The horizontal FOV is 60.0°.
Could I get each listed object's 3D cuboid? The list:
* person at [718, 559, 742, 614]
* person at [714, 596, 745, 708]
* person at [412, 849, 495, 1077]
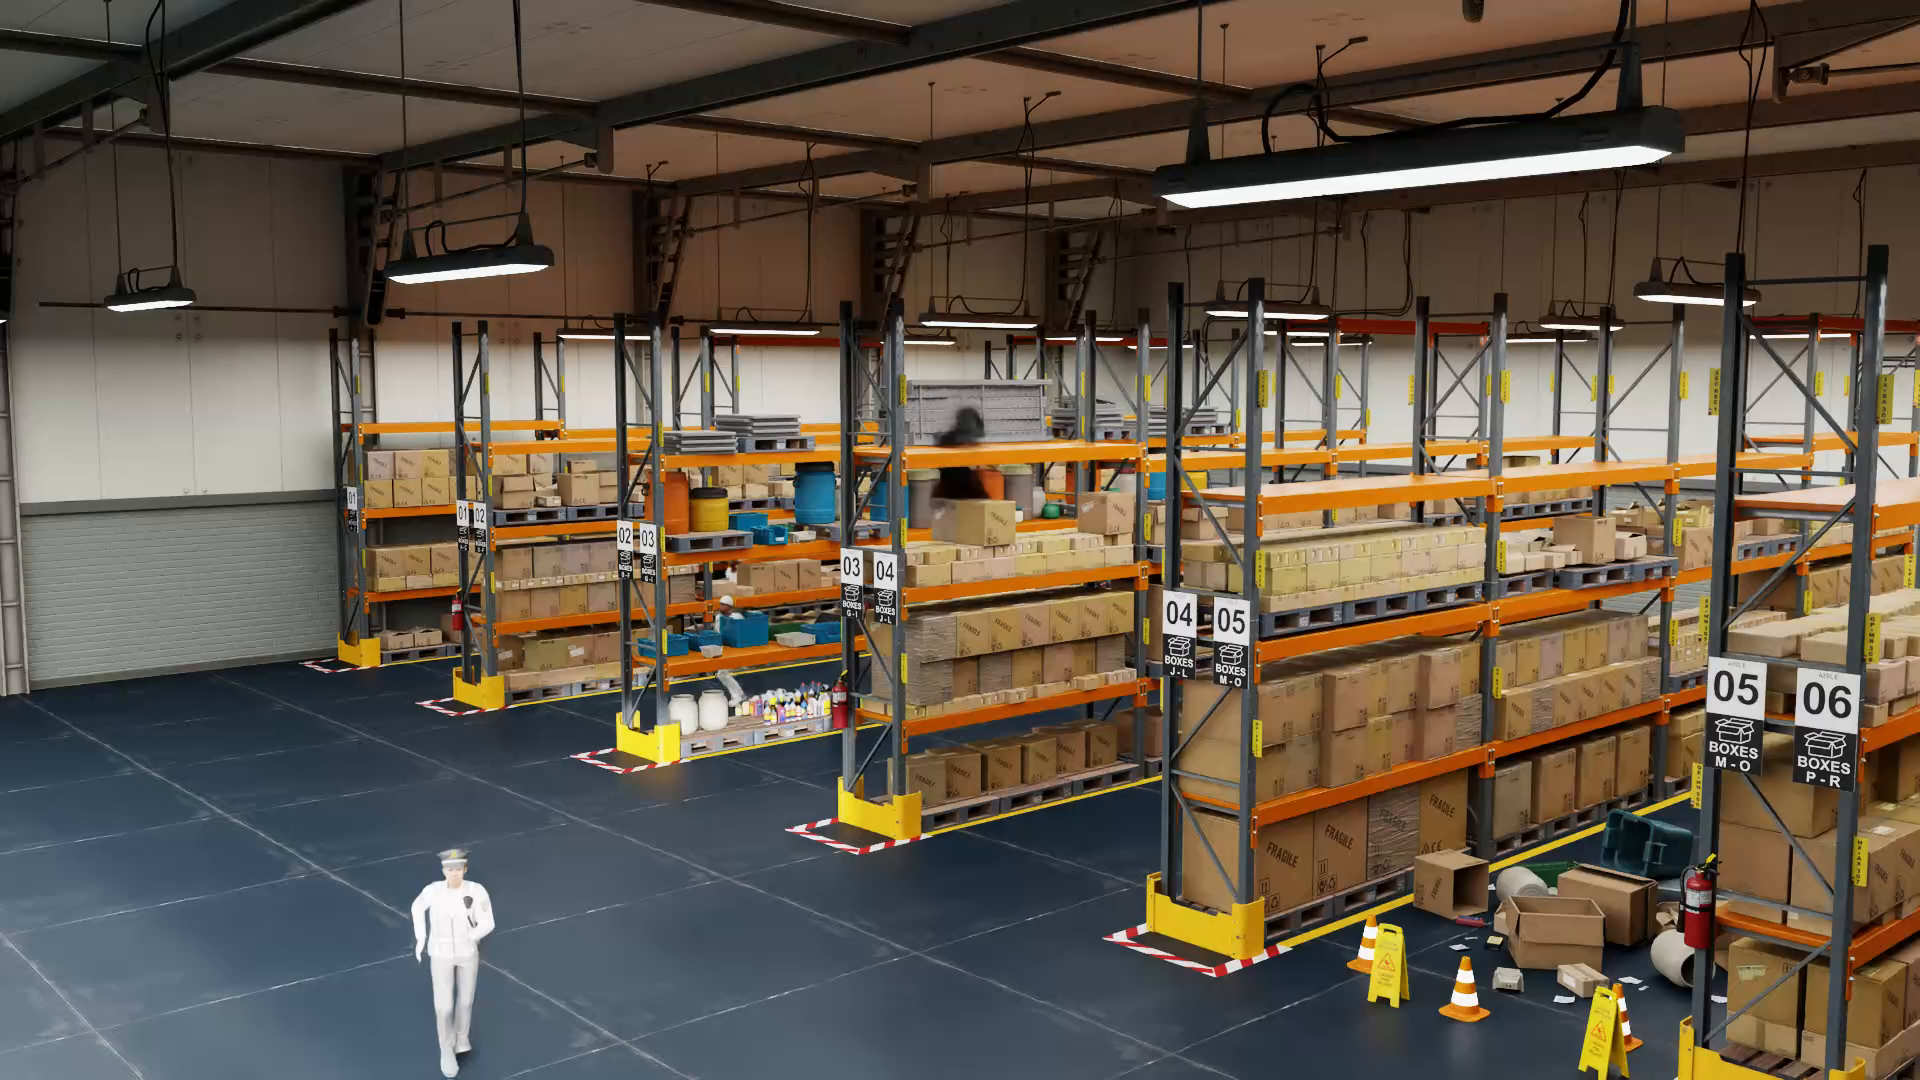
[{"bbox_3d":[-4.371,1.130,31.936,0.675,1.741,0.672,4,7,32],"label":"person"},{"bbox_3d":[-3.624,1.740,25.786,0.706,1.755,0.644,6,8,44],"label":"person"},{"bbox_3d":[-3.751,3.115,12.351,0.572,1.709,0.780,-2,6,-19],"label":"person"}]
